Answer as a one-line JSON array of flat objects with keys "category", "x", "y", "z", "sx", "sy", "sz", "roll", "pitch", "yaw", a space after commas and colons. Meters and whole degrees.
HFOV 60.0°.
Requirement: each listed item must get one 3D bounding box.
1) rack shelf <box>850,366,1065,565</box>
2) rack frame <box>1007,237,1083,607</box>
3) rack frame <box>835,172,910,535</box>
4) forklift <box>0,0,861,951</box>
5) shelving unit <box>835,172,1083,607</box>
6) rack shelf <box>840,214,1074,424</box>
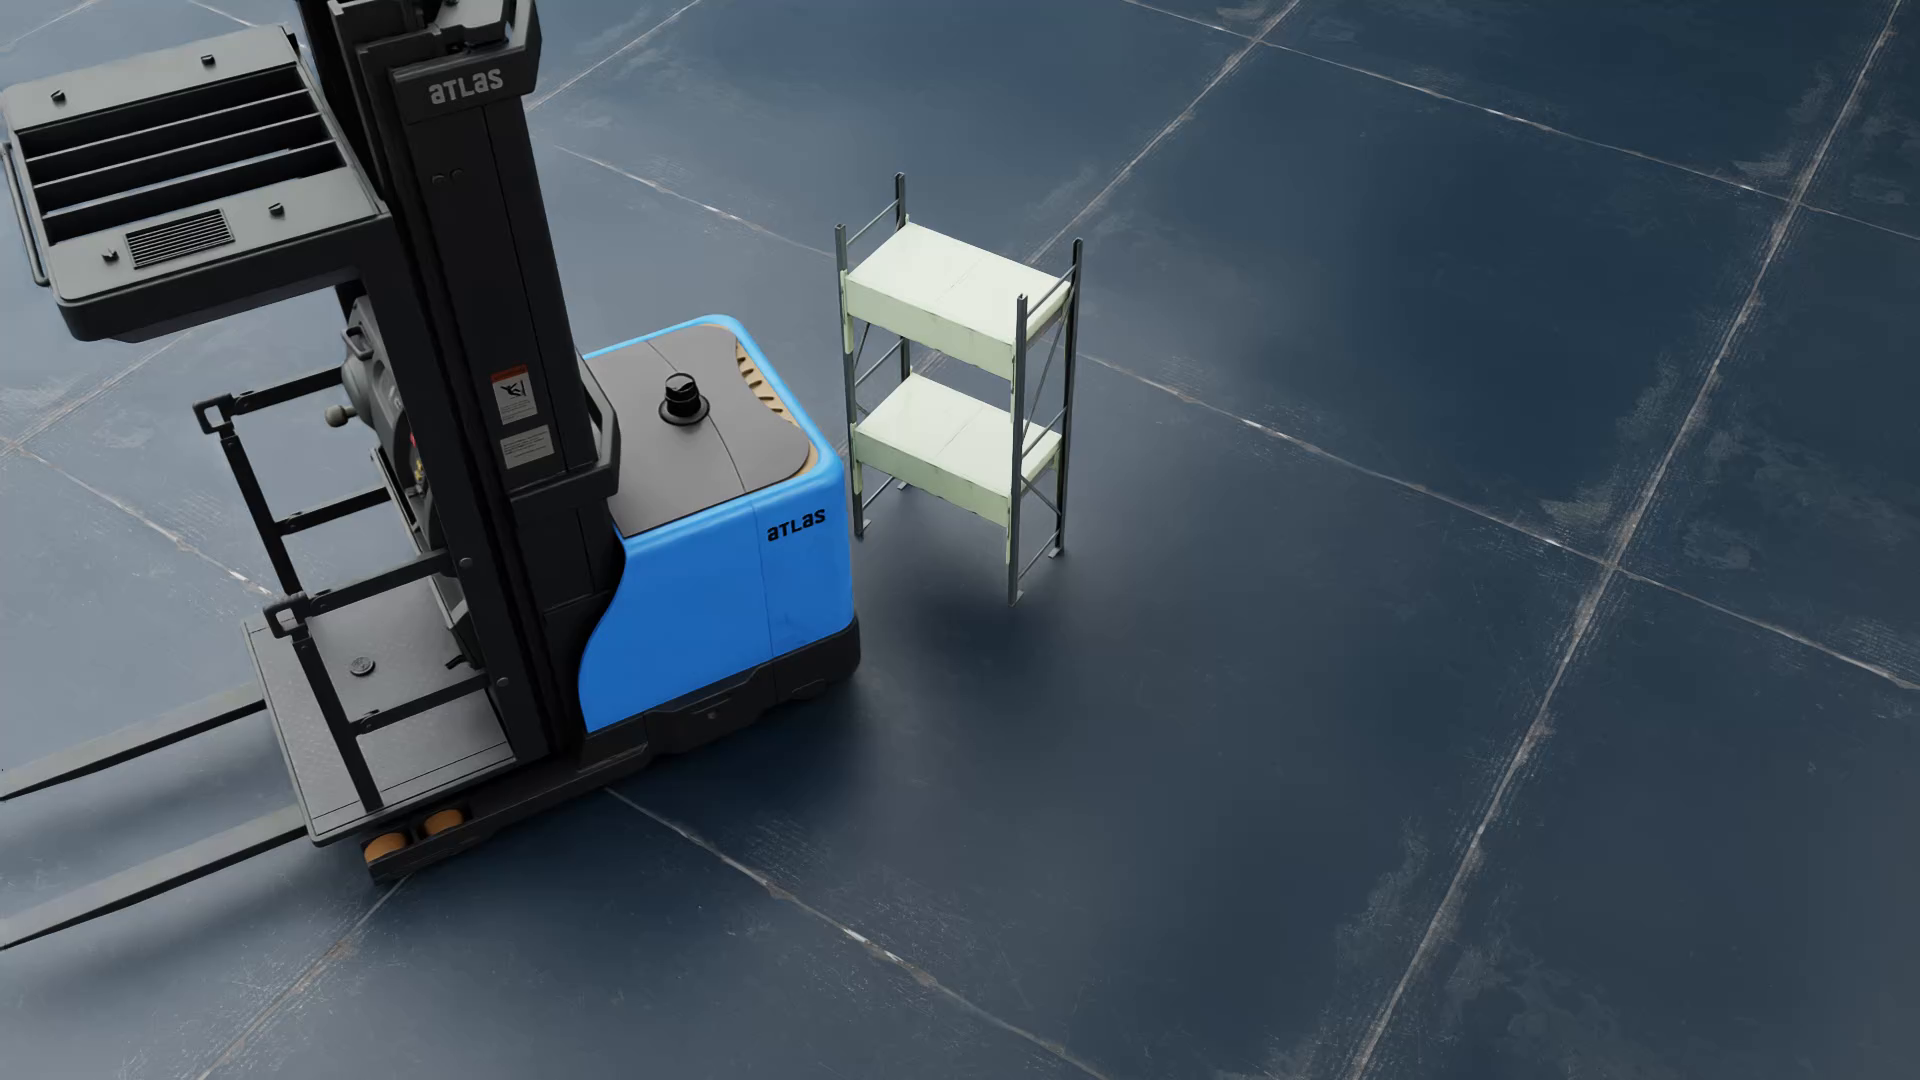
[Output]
[{"category": "rack shelf", "x": -0.006, "y": -0.298, "z": 6.448, "sx": 0.720, "sy": 0.370, "sz": 0.431, "roll": 25, "pitch": 51, "yaw": 22}, {"category": "rack frame", "x": 0.302, "y": -0.384, "z": 6.077, "sx": 0.023, "sy": 1.500, "sz": 0.400, "roll": 25, "pitch": 51, "yaw": 22}, {"category": "rack frame", "x": -0.314, "y": -0.667, "z": 6.352, "sx": 0.023, "sy": 1.500, "sz": 0.400, "roll": 25, "pitch": 51, "yaw": 22}, {"category": "forklift", "x": -1.912, "y": -0.308, "z": 5.006, "sx": 3.031, "sy": 2.935, "sz": 1.130, "roll": -22, "pitch": 50, "yaw": -20}, {"category": "shelving unit", "x": -0.006, "y": -0.525, "z": 6.215, "sx": 0.755, "sy": 1.500, "sz": 0.431, "roll": 25, "pitch": 51, "yaw": 22}, {"category": "rack shelf", "x": -0.006, "y": -0.797, "z": 5.935, "sx": 0.720, "sy": 0.370, "sz": 0.431, "roll": 25, "pitch": 51, "yaw": 22}]
